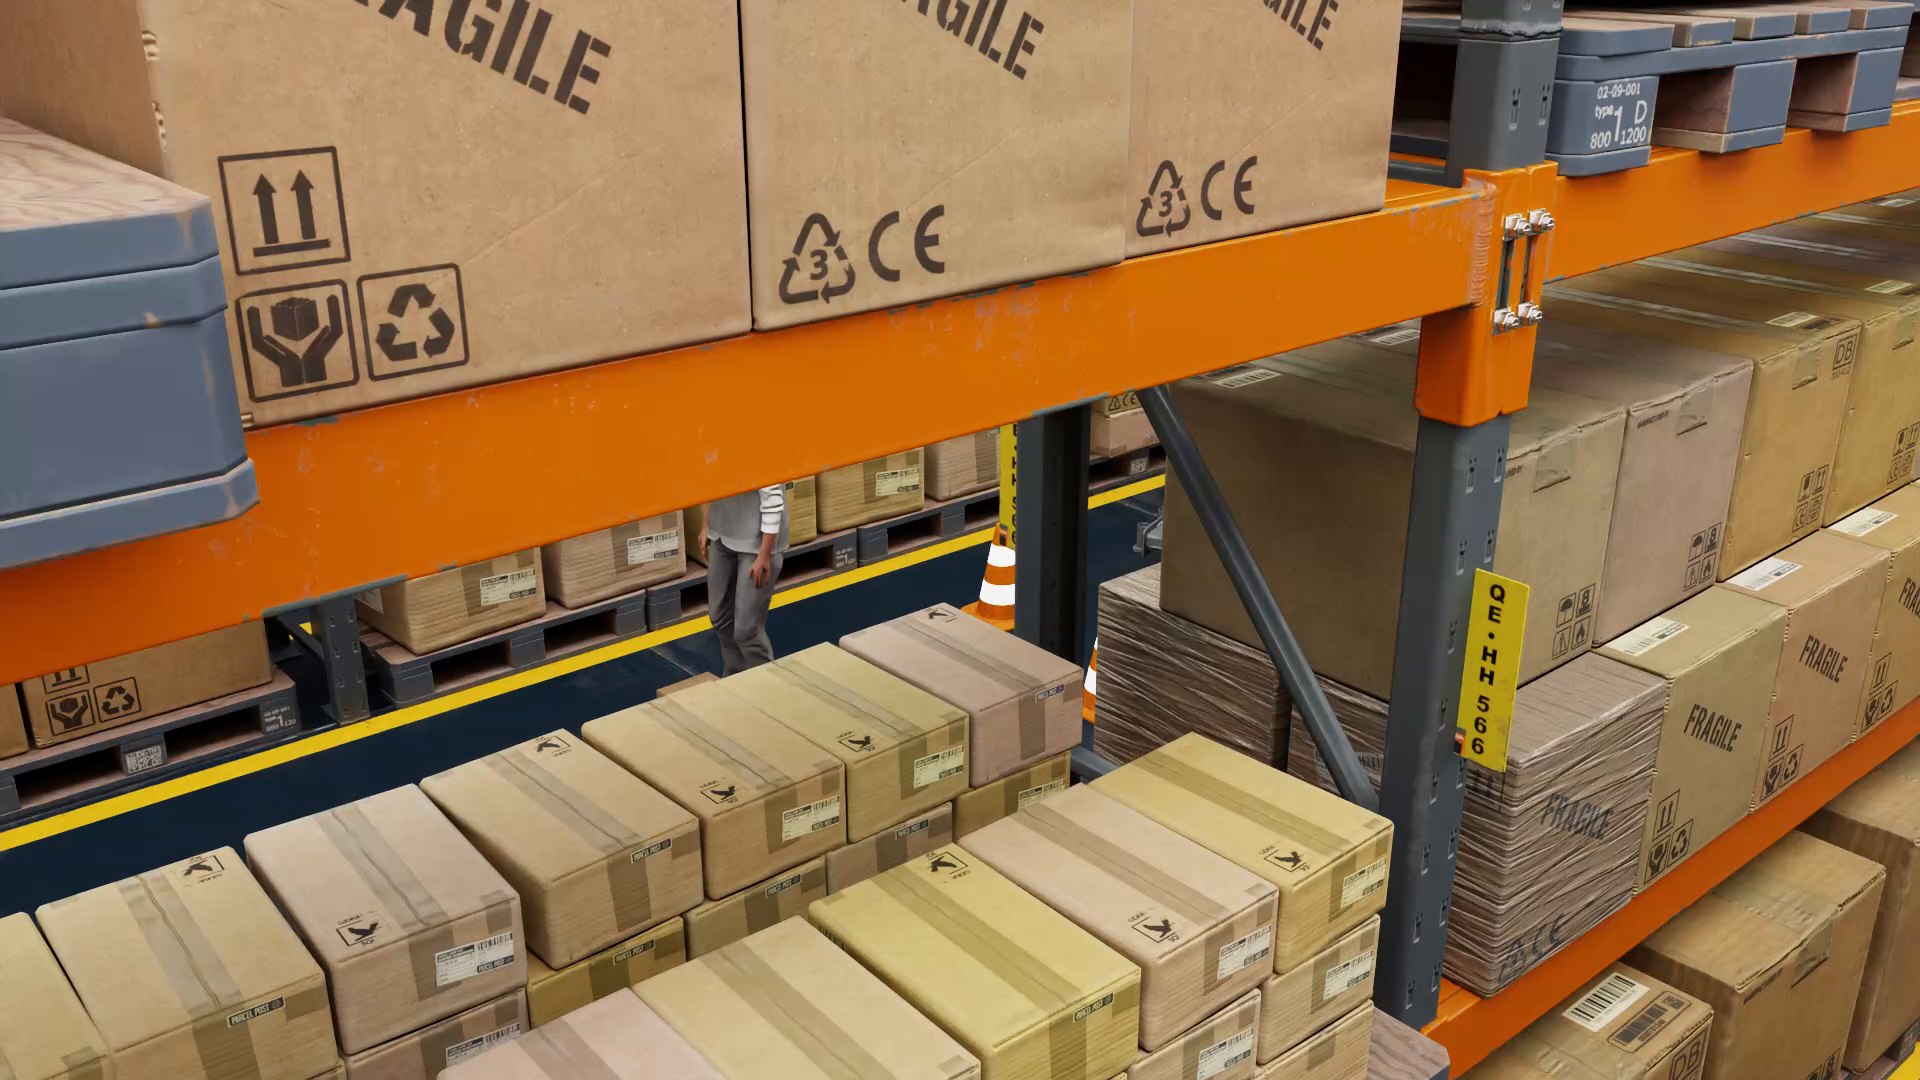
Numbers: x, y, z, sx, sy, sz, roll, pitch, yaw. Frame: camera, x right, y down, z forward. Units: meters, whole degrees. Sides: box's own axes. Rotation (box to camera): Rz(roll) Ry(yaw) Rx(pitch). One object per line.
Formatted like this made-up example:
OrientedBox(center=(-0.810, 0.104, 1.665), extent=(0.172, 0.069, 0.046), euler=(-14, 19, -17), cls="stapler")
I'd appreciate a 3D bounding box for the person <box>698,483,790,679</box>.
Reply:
OrientedBox(center=(-0.863, 0.029, 6.522), extent=(0.365, 1.593, 0.461), euler=(-17, 27, -37), cls="person")
